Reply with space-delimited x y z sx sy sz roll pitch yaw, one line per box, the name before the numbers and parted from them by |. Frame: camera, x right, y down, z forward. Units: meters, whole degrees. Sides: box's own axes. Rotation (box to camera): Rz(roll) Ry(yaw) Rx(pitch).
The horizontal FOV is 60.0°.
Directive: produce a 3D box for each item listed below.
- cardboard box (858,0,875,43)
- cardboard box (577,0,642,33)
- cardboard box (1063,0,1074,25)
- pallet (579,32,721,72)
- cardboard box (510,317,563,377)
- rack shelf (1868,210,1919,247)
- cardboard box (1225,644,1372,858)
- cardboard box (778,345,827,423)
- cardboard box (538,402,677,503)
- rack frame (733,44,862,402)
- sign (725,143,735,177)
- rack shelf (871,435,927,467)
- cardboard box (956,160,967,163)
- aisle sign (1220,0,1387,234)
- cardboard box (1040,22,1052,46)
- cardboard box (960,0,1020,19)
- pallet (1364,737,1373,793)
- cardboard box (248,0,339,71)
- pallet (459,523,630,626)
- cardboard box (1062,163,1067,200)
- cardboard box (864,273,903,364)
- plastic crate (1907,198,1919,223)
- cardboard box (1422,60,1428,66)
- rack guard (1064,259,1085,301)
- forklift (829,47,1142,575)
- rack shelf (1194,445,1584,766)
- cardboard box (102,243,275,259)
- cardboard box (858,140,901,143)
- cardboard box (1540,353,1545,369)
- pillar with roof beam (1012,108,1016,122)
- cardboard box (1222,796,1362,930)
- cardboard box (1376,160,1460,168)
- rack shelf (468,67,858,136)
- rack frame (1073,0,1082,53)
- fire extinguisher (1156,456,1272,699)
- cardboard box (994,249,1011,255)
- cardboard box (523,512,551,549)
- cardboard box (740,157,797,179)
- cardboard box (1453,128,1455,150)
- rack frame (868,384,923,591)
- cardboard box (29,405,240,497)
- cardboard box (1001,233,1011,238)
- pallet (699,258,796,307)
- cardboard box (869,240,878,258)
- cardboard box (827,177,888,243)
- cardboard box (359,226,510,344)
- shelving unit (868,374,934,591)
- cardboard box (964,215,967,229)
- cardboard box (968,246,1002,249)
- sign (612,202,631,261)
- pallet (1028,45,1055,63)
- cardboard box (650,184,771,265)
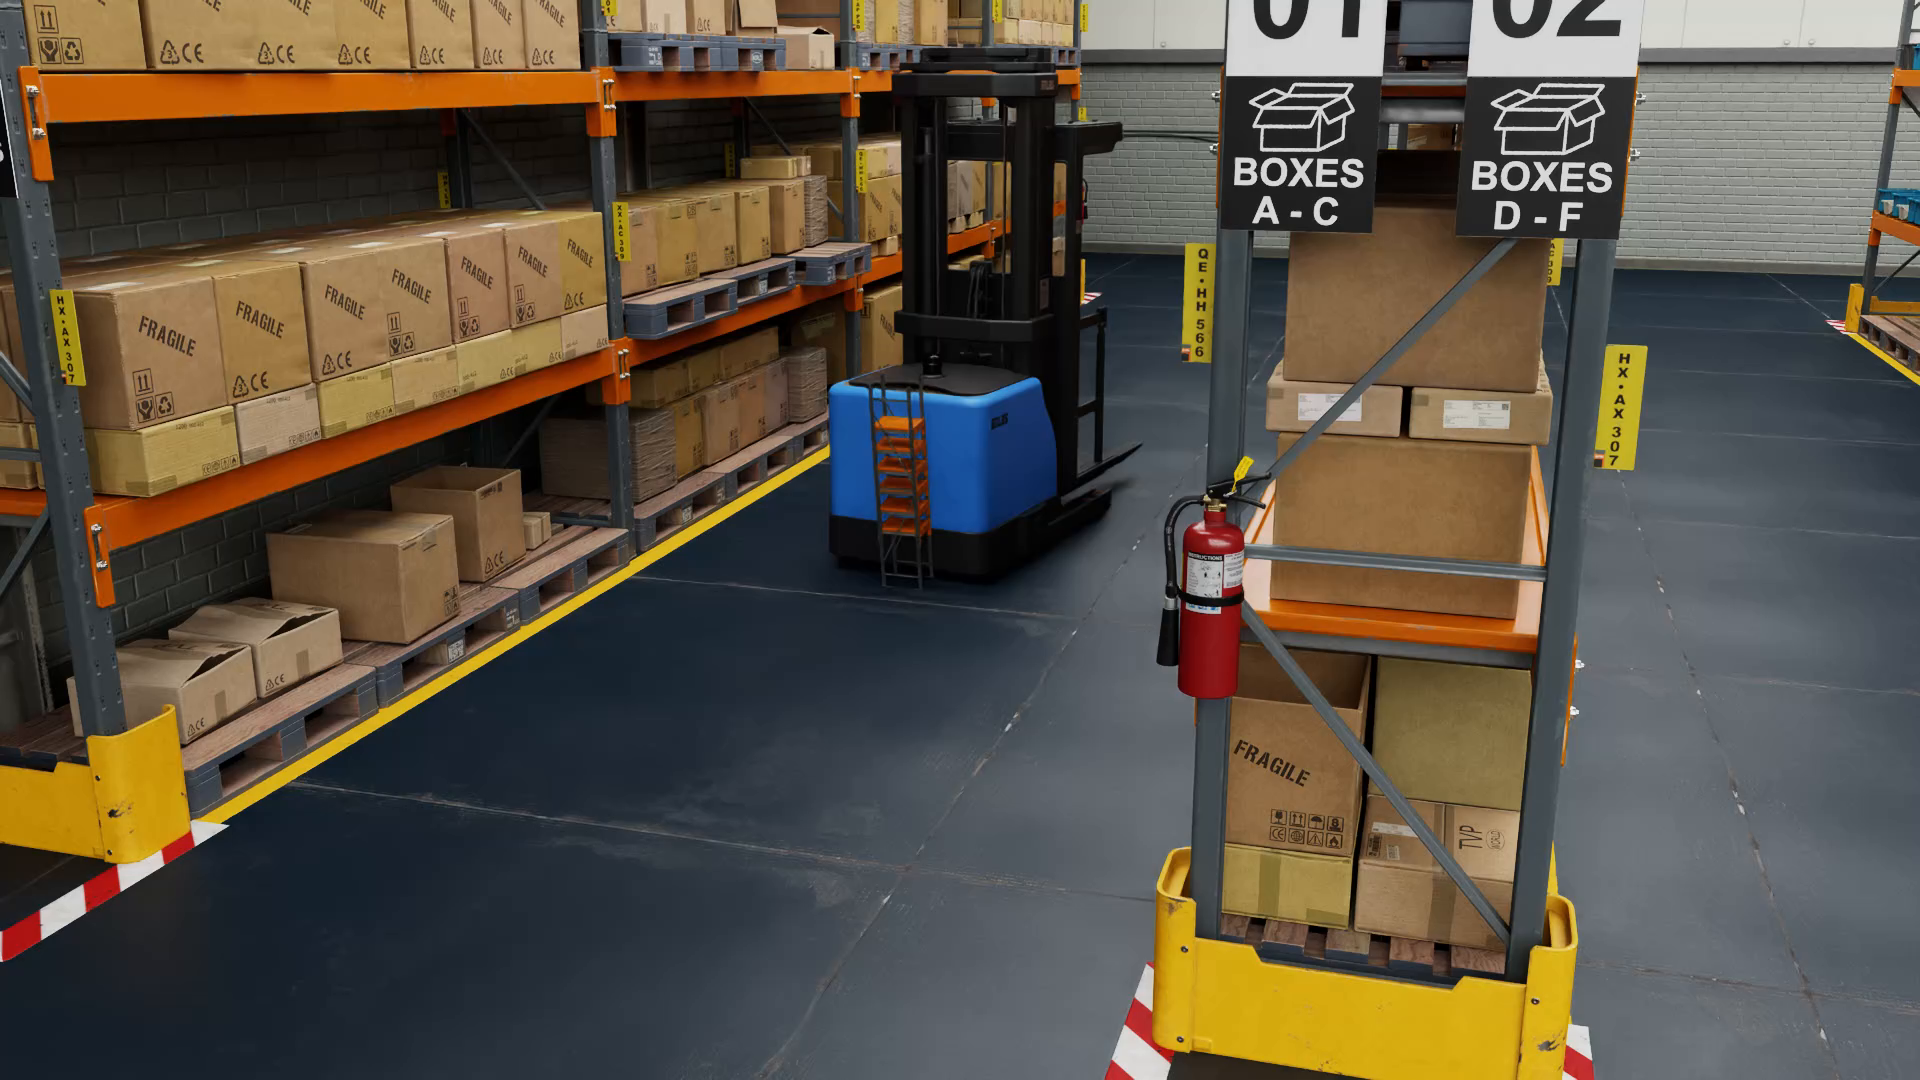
cardboard box | -1.114 -4.386 13.808 0.700 0.500 0.500 4 16 13
cardboard box | -2.202 -3.192 9.638 0.500 0.500 0.500 7 17 24
cardboard box | 1.030 -6.271 19.393 0.500 0.500 0.500 5 16 16
pallet | -2.156 -2.868 9.792 1.213 0.211 1.003 5 16 16
cardboard box | -2.427 -1.023 8.676 0.500 0.250 0.500 5 17 16
rack shelf | 9.906 -2.864 16.249 1.077 0.370 4.000 5 16 16
cardboard box | 1.047 0.664 5.387 0.500 0.500 0.500 5 16 16
cardboard box | -1.452 -1.226 12.928 0.700 0.500 0.500 5 17 17
cardboard box | -2.241 -0.565 10.600 0.700 0.500 0.500 5 17 18
rack frame | -1.297 -2.409 13.325 1.000 3.000 0.127 5 16 16
sign | -1.830 -3.008 13.316 0.100 0.325 0.005 5 16 16
rack shelf | -0.331 -0.489 9.119 0.258 0.103 0.180 5 25 18
cardboard box | -0.202 -3.742 15.886 0.500 0.250 0.500 5 17 17
aisle sign | 0.880 -1.189 4.260 0.394 0.787 0.004 5 16 16
cardboard box | 0.733 -5.638 18.535 0.500 0.250 0.500 4 16 14
cardboard box | 0.311 -5.602 17.034 0.500 0.500 0.500 4 16 15
pallet | 1.706 0.887 6.814 1.003 0.211 1.213 5 16 16
cardboard box | -2.905 -2.159 6.726 0.500 0.500 0.500 5 17 18
pallet | -2.591 0.158 9.387 1.003 0.211 1.213 5 16 16
cardboard box | 0.841 -4.512 20.190 0.980 0.700 0.700 5 17 18
cardboard box | -0.707 -1.988 15.010 0.750 0.750 0.750 5 16 16
plastic crate | 9.715 -3.298 16.658 0.416 0.233 0.300 5 16 16
cardboard box | 3.545 -3.634 11.963 0.910 0.500 0.500 5 16 16
rack guard | 0.983 -3.306 21.068 1.175 0.500 0.348 5 16 16
forklift | 0.338 -1.568 10.485 1.130 2.935 3.031 8 18 25
rack shelf | 1.748 -0.110 6.538 1.077 0.370 4.000 5 16 16
cardboard box | -3.345 -1.020 7.294 0.500 0.500 0.500 4 16 14
cardboard box | -0.631 -3.341 14.472 0.500 0.250 0.500 5 17 16
cardboard box | 1.642 -0.513 5.270 0.380 0.149 0.250 5 16 16
pillar with roof beam | 5.042 -7.828 21.436 9.100 9.000 0.400 5 16 16
cardboard box | 1.049 1.025 5.489 0.500 0.250 0.500 5 16 16
cardboard box | 1.911 -1.272 6.755 0.700 0.500 0.500 5 16 16
rack shelf | -1.866 -2.983 11.169 1.077 0.370 4.000 5 16 16
rack frame | 0.976 -7.388 19.886 1.000 3.000 0.127 5 16 16
fire extinguisher | 0.701 0.099 4.624 0.296 0.674 0.183 5 16 16
cardboard box | 0.571 -3.167 18.619 0.380 0.149 0.250 4 16 14
cardboard box | -2.557 -0.069 9.461 0.380 0.166 0.250 2 16 9
cardboard box | -1.444 -2.803 12.536 0.380 0.149 0.250 2 16 7
cardboard box | 5.060 -4.284 17.922 0.500 0.500 0.500 5 17 17
rack frame | -0.351 -0.275 9.118 0.240 1.200 0.006 5 25 18
cardboard box | -3.128 -0.356 6.327 0.500 0.250 0.500 4 16 14
cardboard box | 0.717 -3.671 20.397 0.380 0.149 0.250 5 17 16
pallet | -1.820 -1.796 11.514 1.003 0.211 1.213 5 16 16
cardboard box | -0.902 -2.431 13.827 0.380 0.149 0.250 5 17 17
cardboard box | -0.914 -2.717 13.646 0.500 0.500 0.500 5 17 18
cardboard box | -2.562 -1.251 8.107 0.500 0.500 0.500 4 16 14
shelving unit | -0.322 -0.310 9.197 0.258 1.200 0.189 5 25 18
cardboard box | -0.151 -3.102 16.191 0.380 0.149 0.250 5 17 18
cardboard box | 0.286 -3.273 18.993 0.380 0.149 0.250 4 16 15
sign | -1.912 -1.739 9.376 0.100 0.325 0.005 5 16 16
pallet | 0.431 -5.387 18.491 1.003 0.211 1.213 5 16 16
cardboard box | -1.754 -2.217 11.660 0.700 0.500 0.500 5 16 16
